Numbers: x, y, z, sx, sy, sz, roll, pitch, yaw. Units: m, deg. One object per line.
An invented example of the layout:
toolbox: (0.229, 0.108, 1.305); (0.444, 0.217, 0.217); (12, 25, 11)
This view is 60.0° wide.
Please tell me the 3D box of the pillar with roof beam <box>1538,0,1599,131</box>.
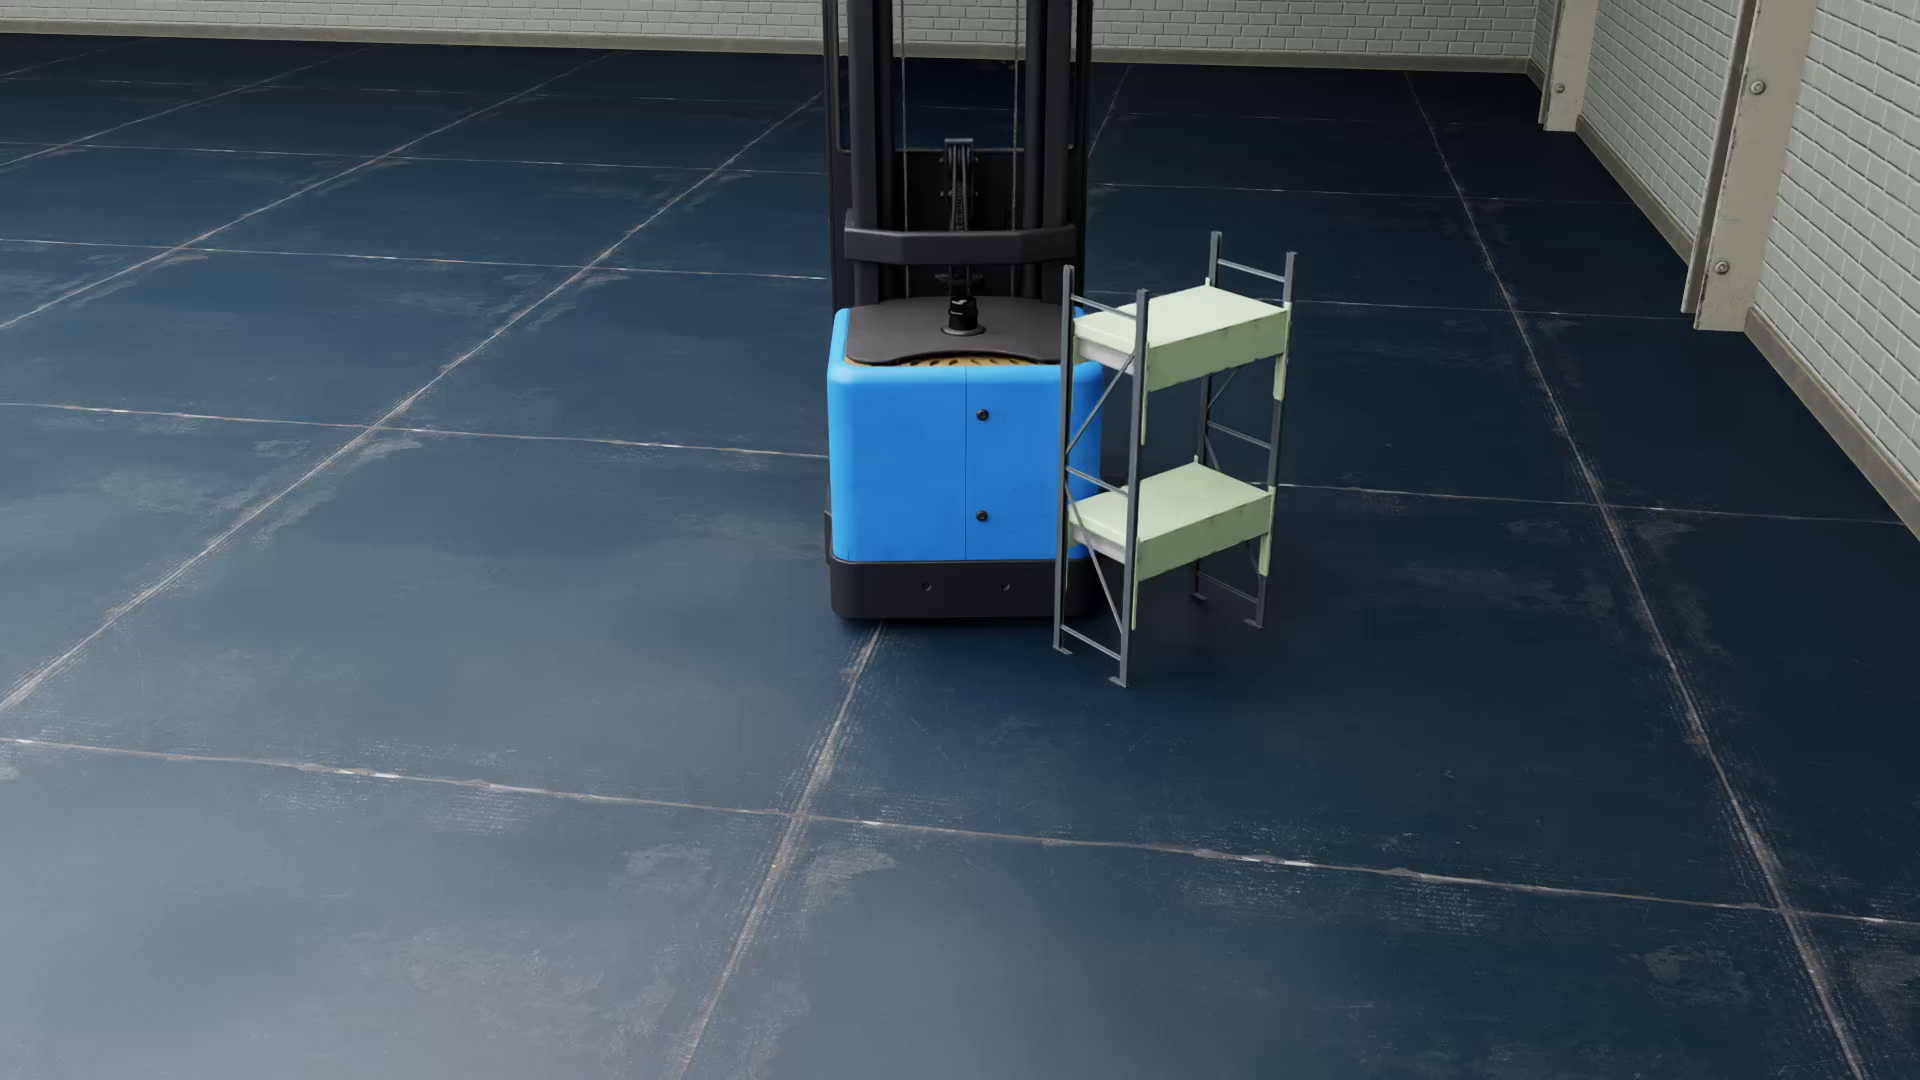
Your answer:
pillar with roof beam: (1.314, -8.215, 14.186); (9.100, 9.000, 0.400); (4, 25, 9)

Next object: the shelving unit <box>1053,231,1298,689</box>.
shelving unit: (0.776, -0.300, 6.121); (0.755, 1.500, 0.431); (-19, 31, -34)

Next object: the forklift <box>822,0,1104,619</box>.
forklift: (-0.018, -1.603, 7.218); (1.130, 2.935, 3.031); (-1, 25, -1)

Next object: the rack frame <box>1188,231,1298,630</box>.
rack frame: (1.062, -0.397, 6.328); (0.023, 1.500, 0.400); (-19, 31, -34)

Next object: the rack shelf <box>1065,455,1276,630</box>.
rack shelf: (0.776, -0.005, 6.259); (0.720, 0.370, 0.431); (-19, 31, -34)

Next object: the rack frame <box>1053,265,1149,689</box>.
rack frame: (0.490, -0.203, 5.915); (0.023, 1.500, 0.400); (-19, 31, -34)

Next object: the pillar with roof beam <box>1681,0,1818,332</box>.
pillar with roof beam: (0.333, -5.706, 8.825); (9.100, 9.000, 0.400); (4, 25, 9)

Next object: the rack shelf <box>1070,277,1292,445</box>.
rack shelf: (0.776, -0.653, 5.956); (0.720, 0.370, 0.431); (-19, 31, -34)
